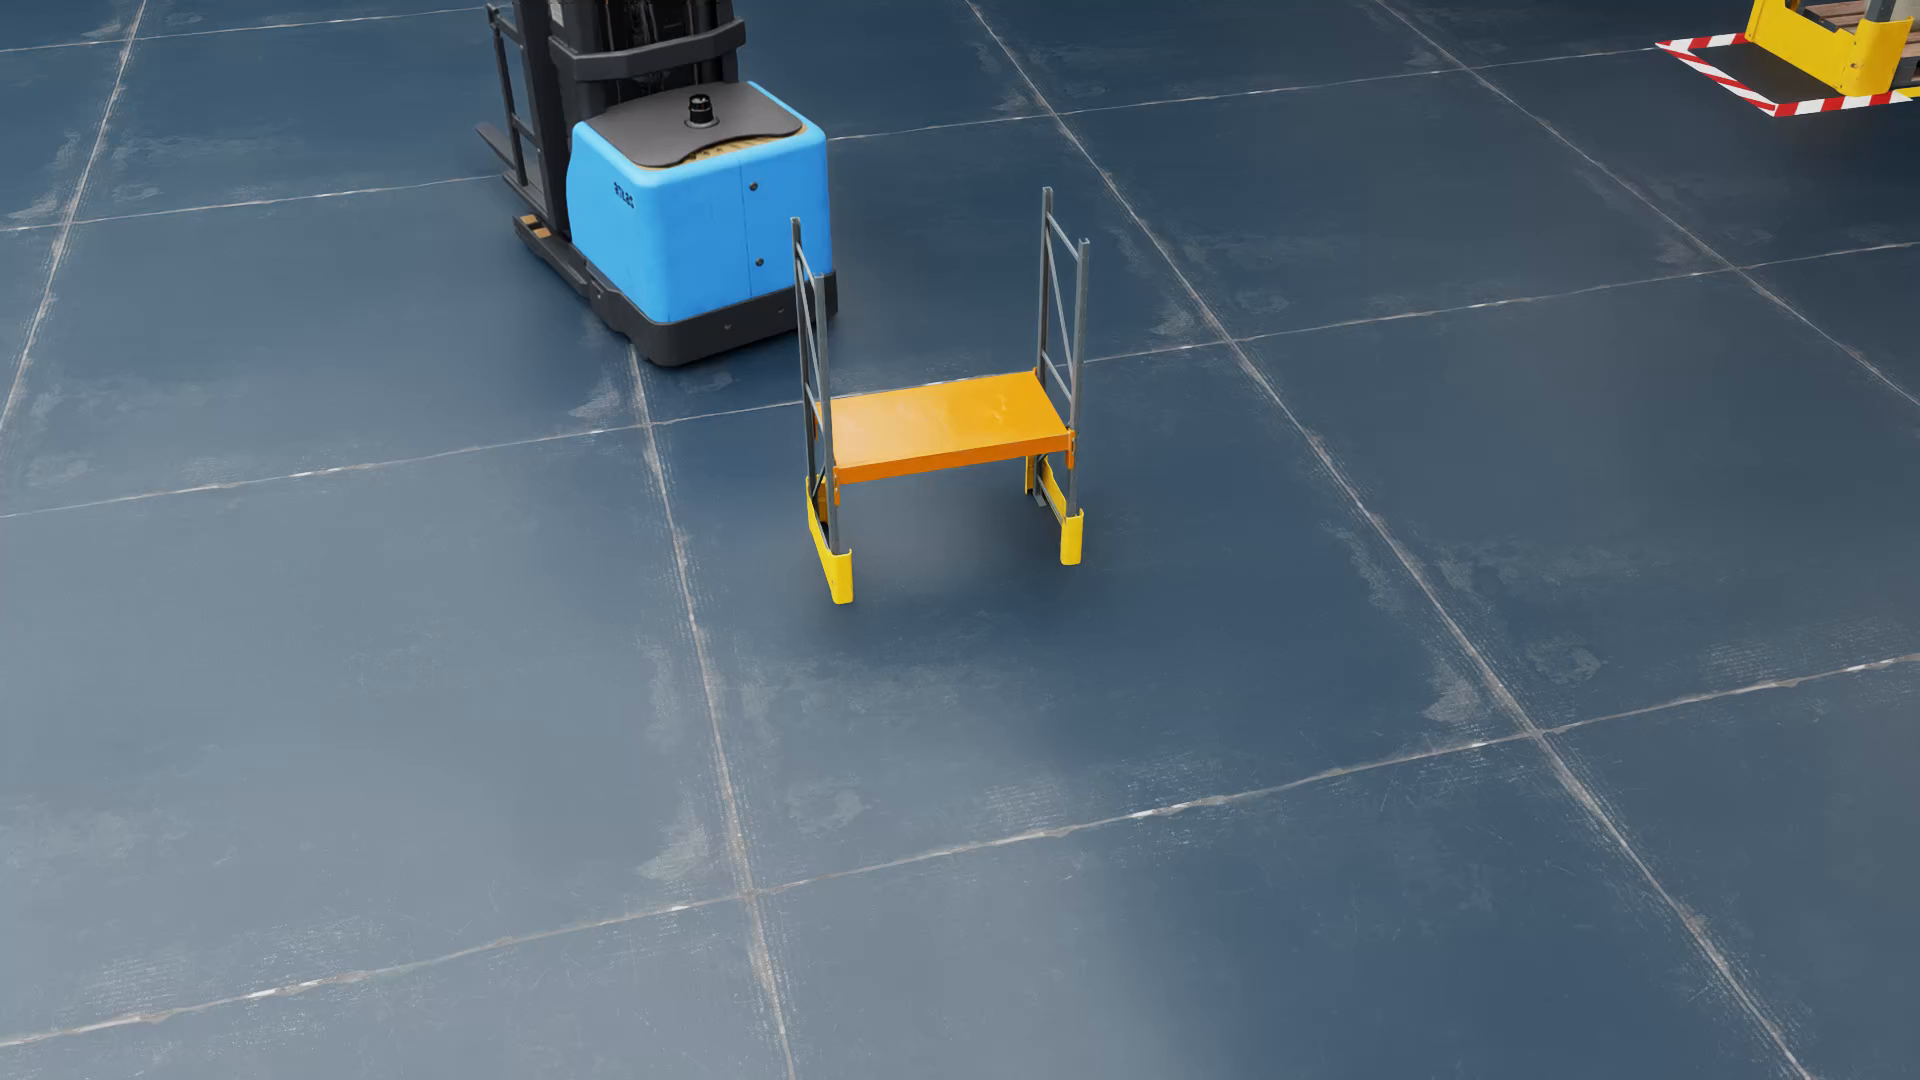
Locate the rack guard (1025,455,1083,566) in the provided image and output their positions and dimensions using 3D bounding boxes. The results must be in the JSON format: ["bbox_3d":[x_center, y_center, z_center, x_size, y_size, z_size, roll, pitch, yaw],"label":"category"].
[{"bbox_3d":[0.407,-0.166,7.261,0.087,0.250,0.587,-9,38,-12],"label":"rack guard"}]

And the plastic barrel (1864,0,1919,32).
[{"bbox_3d":[6.508,-3.804,11.457,0.421,0.512,0.421,0,37,0],"label":"plastic barrel"}]

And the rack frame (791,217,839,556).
[{"bbox_3d":[-0.573,-0.502,6.671,0.032,1.500,0.500,-9,38,-12],"label":"rack frame"}]

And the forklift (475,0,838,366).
[{"bbox_3d":[-1.870,-2.887,8.612,1.130,2.935,3.031,-22,42,-26],"label":"forklift"}]

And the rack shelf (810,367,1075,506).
[{"bbox_3d":[-0.082,-0.439,6.886,1.000,0.185,0.538,-9,38,-12],"label":"rack shelf"}]

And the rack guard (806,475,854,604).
[{"bbox_3d":[-0.554,-0.008,7.055,0.087,0.250,0.587,-9,38,-12],"label":"rack guard"}]

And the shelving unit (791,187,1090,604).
[{"bbox_3d":[-0.074,-0.584,6.779,1.083,1.500,0.587,-9,38,-12],"label":"shelving unit"}]

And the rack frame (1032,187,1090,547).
[{"bbox_3d":[0.408,-0.663,6.882,0.032,1.500,0.500,-9,38,-12],"label":"rack frame"}]

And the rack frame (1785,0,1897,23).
[{"bbox_3d":[5.893,-4.477,10.633,0.127,3.000,1.000,-9,38,-12],"label":"rack frame"}]

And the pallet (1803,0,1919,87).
[{"bbox_3d":[6.740,-3.534,11.697,1.213,0.211,1.003,-9,38,-12],"label":"pallet"}]

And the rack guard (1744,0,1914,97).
[{"bbox_3d":[5.954,-3.523,11.445,0.348,0.500,1.175,-9,38,-12],"label":"rack guard"}]
